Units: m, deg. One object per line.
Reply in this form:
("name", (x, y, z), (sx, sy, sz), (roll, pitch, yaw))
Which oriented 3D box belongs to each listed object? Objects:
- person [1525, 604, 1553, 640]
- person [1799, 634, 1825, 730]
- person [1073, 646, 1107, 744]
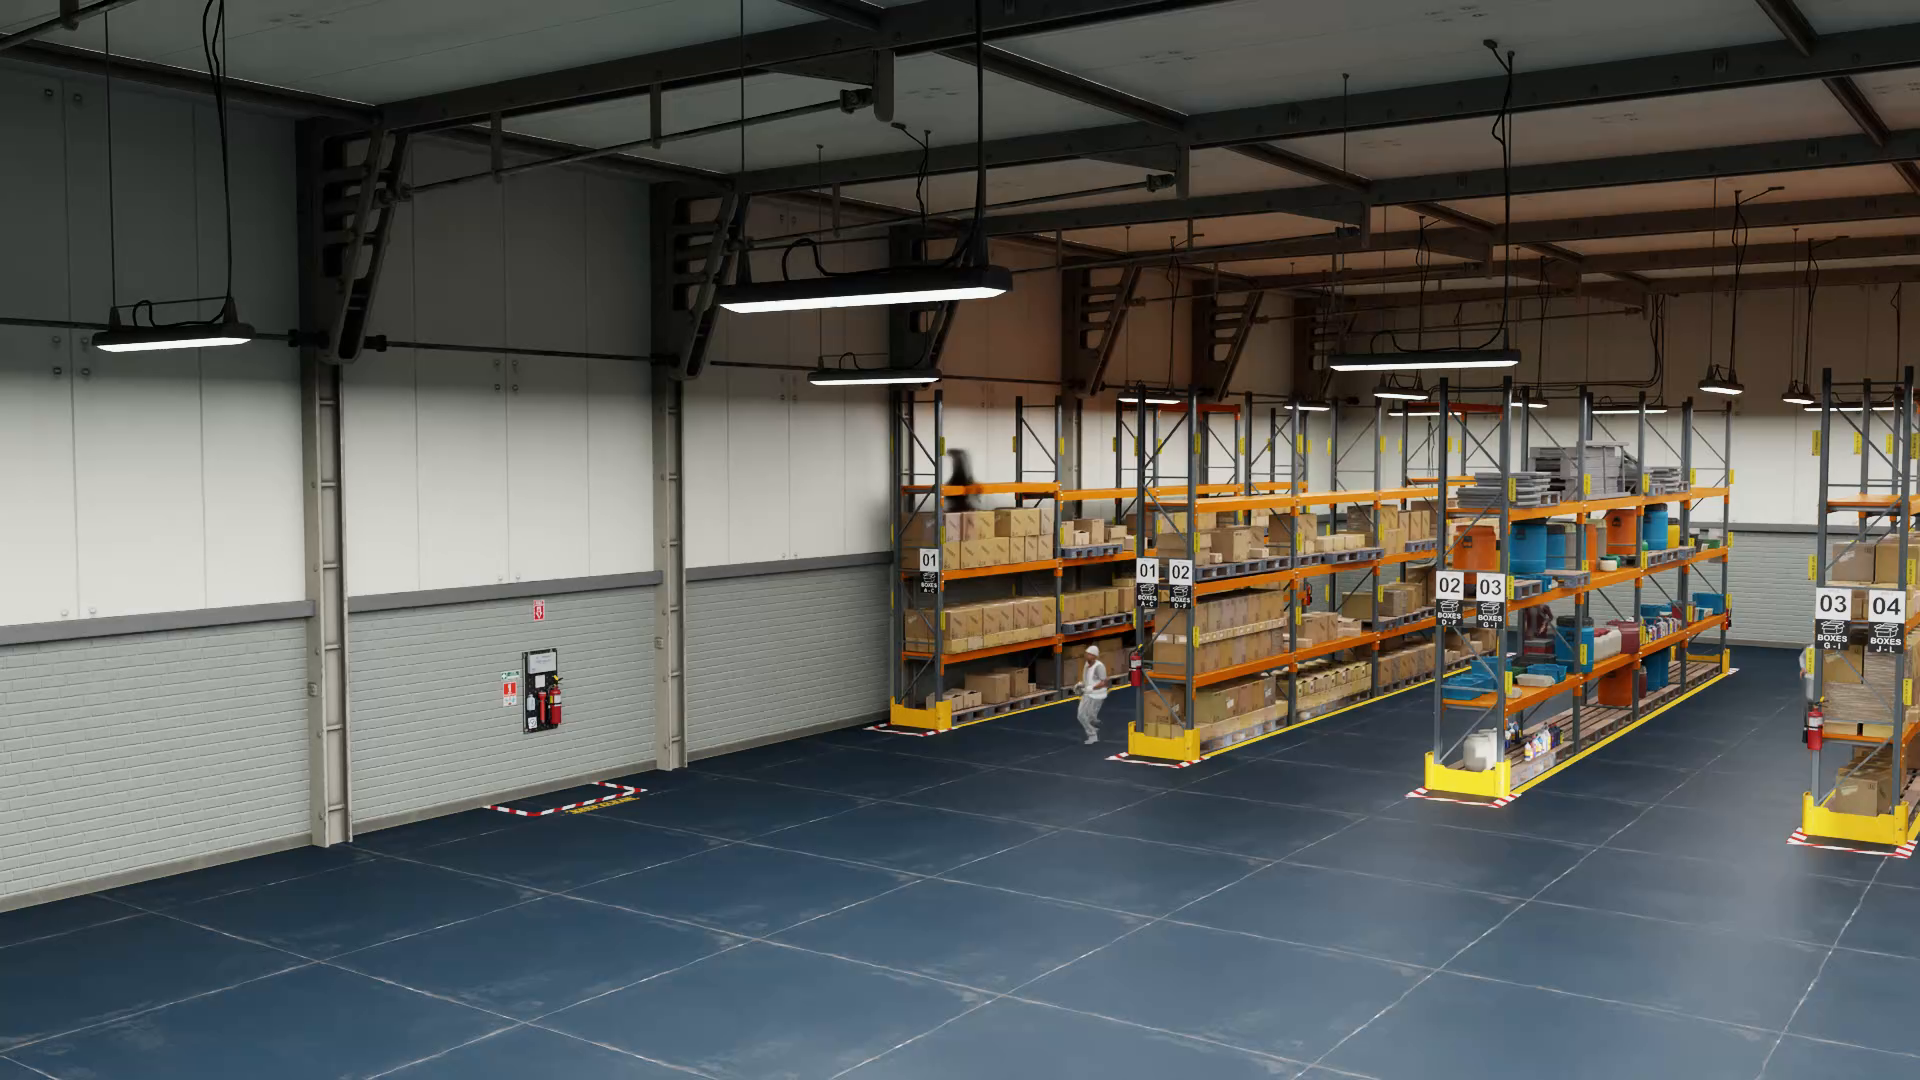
("person", (12.928, 2.044, 37.228), (0.701, 1.737, 1.113), (2, 4, 35))
("person", (15.139, 2.471, 29.332), (0.616, 1.799, 0.716), (2, 4, 27))
("person", (2.251, 2.608, 27.993), (0.603, 1.691, 0.798), (-3, 4, -40))
